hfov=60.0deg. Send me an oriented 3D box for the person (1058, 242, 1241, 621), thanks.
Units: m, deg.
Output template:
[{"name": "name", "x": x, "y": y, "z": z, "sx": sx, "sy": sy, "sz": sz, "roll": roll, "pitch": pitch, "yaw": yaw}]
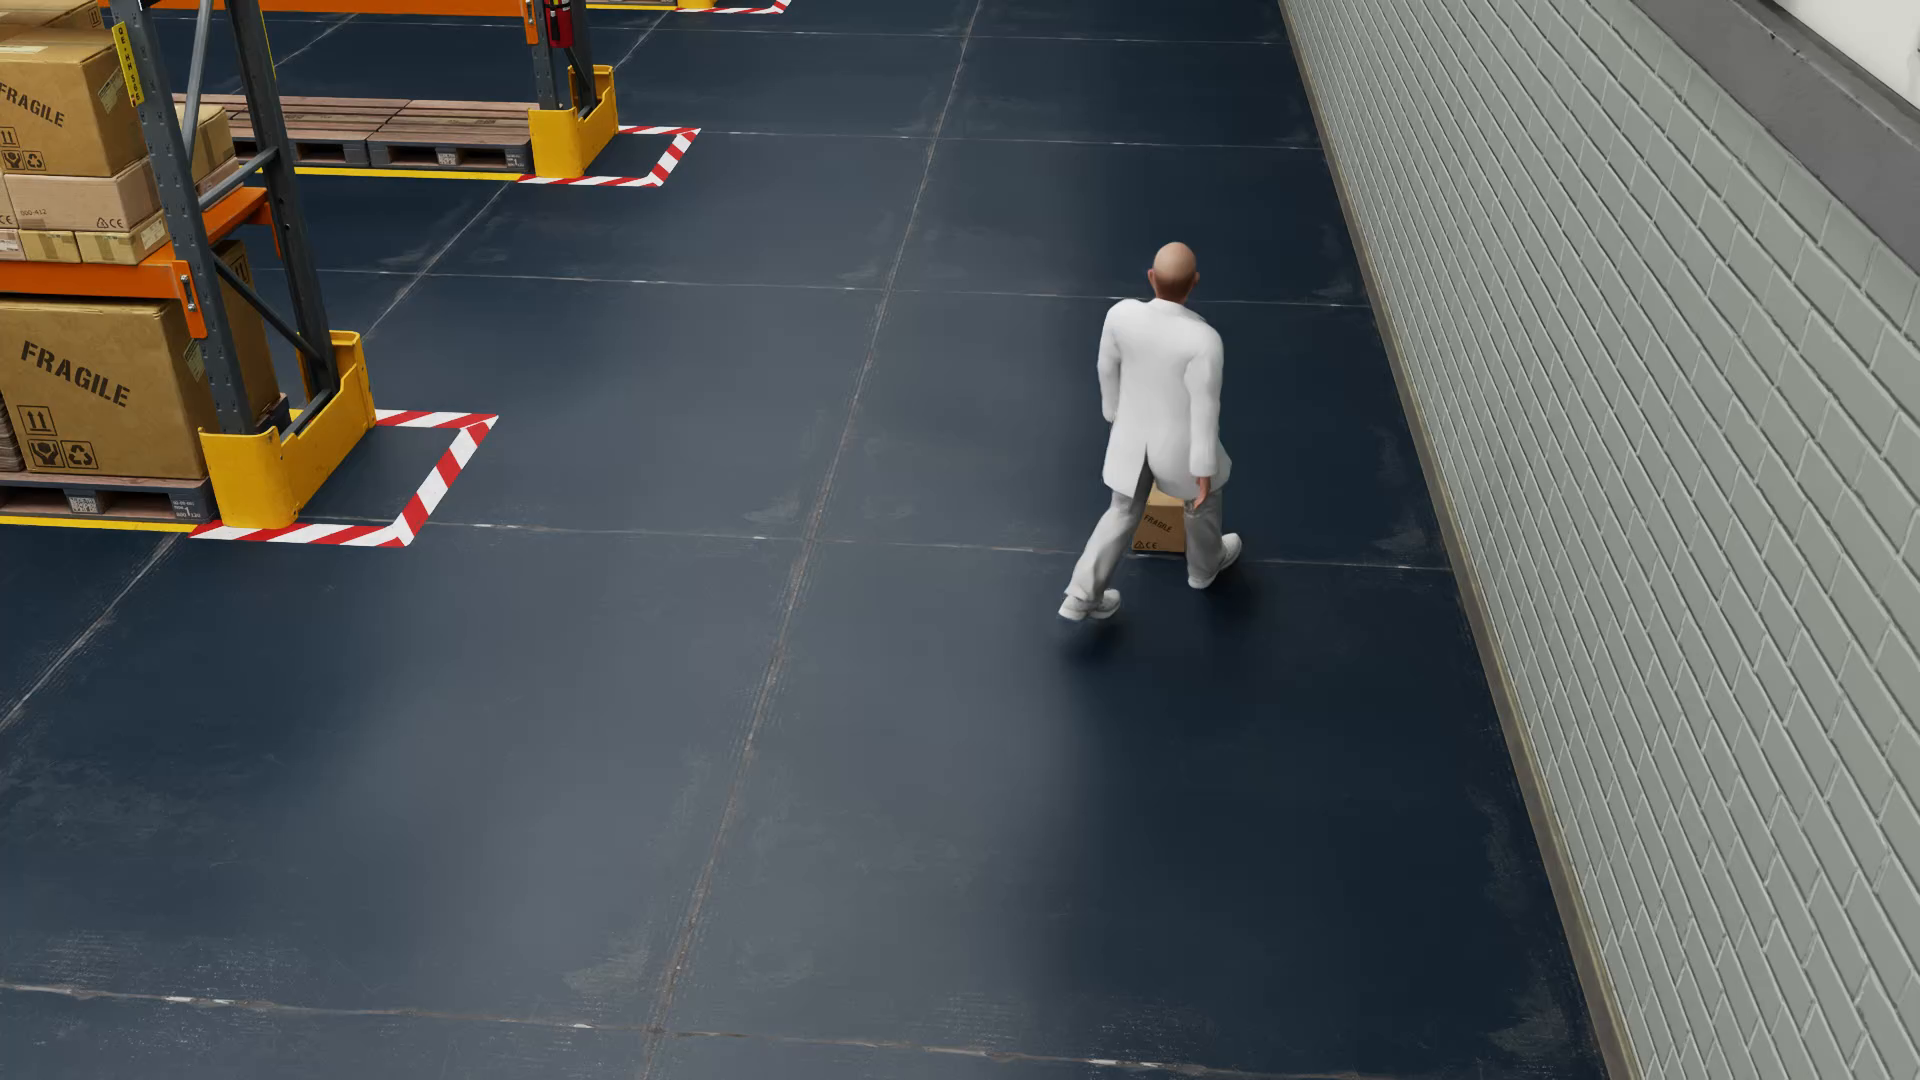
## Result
[{"name": "person", "x": 0.871, "y": -0.458, "z": 6.942, "sx": 0.616, "sy": 1.727, "sz": 1.103, "roll": 19, "pitch": 36, "yaw": 27}]
